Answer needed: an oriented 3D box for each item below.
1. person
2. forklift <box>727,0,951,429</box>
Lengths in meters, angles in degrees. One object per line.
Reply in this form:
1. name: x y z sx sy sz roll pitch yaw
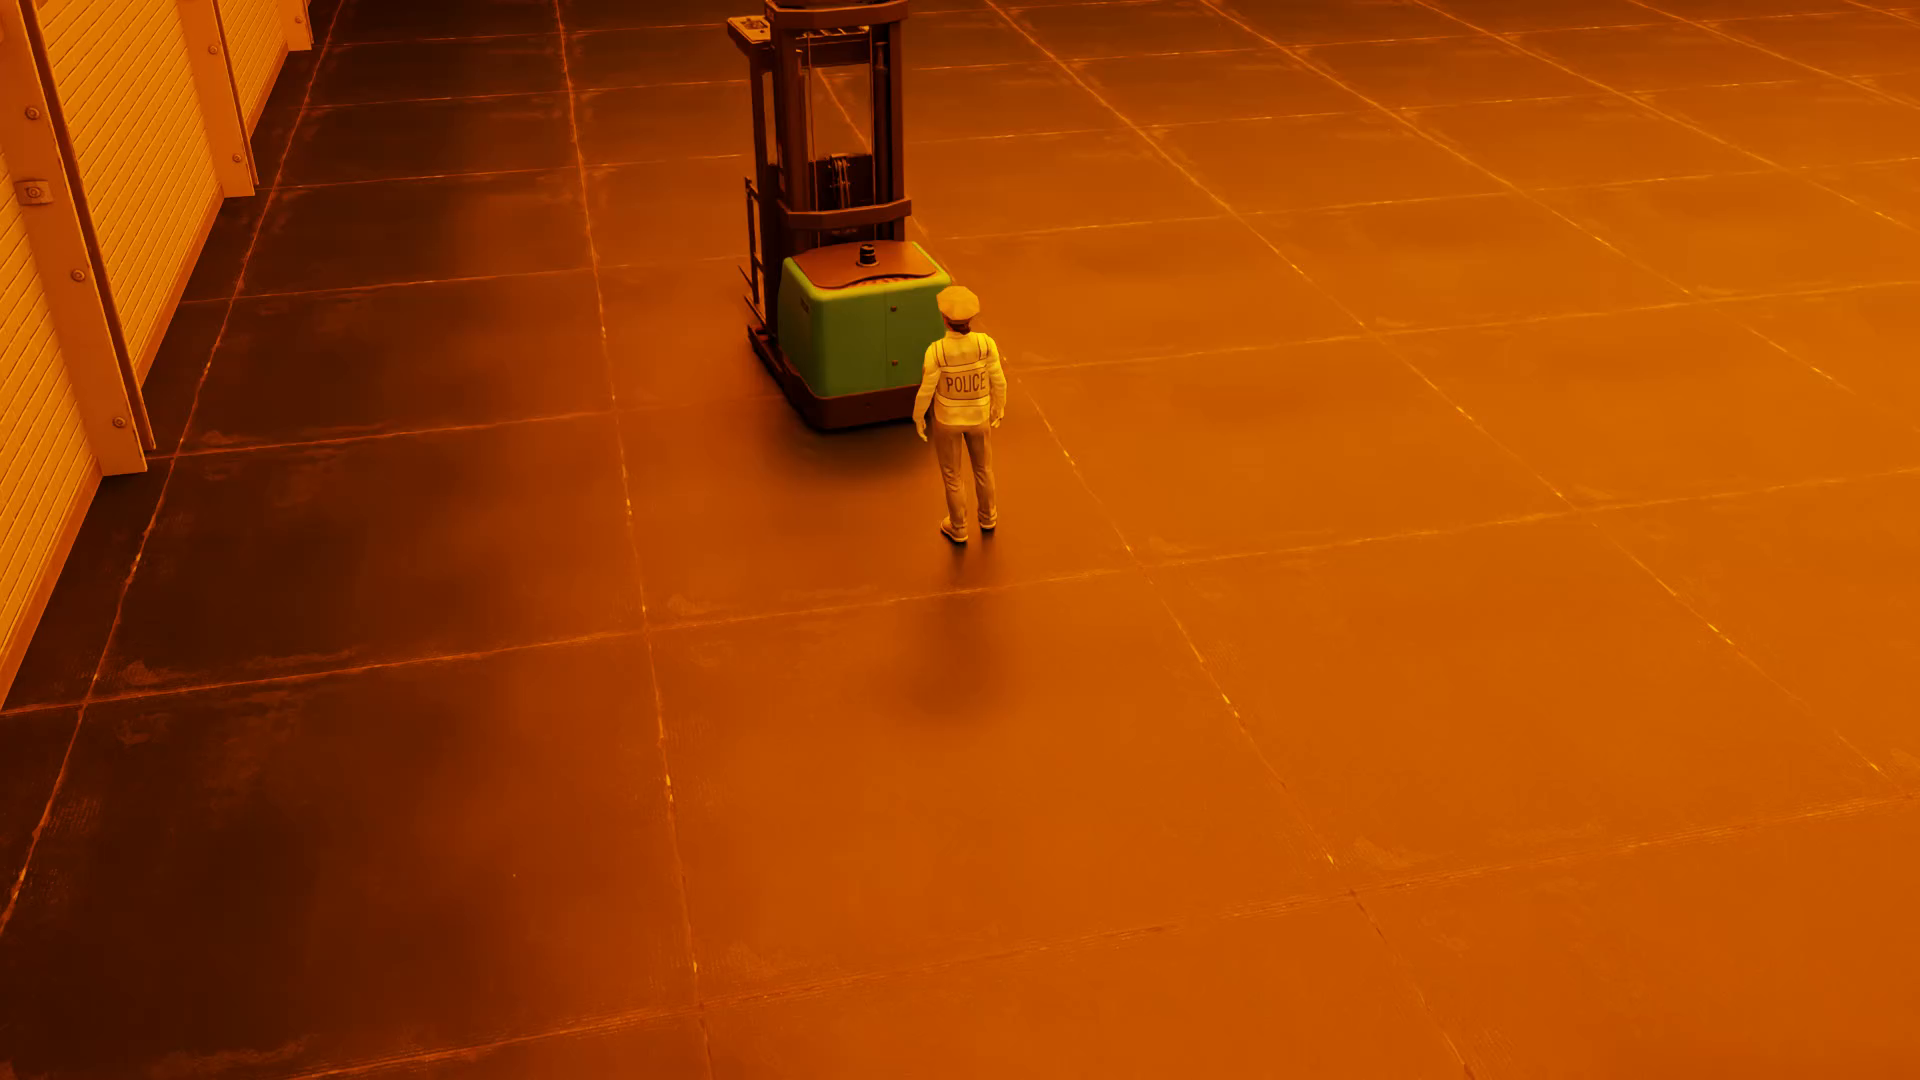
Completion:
1. person: -0.010 -0.774 10.131 0.588 1.695 0.531 -7 31 -12
2. forklift: -1.034 -2.771 12.362 1.130 2.935 3.031 -11 32 -18
